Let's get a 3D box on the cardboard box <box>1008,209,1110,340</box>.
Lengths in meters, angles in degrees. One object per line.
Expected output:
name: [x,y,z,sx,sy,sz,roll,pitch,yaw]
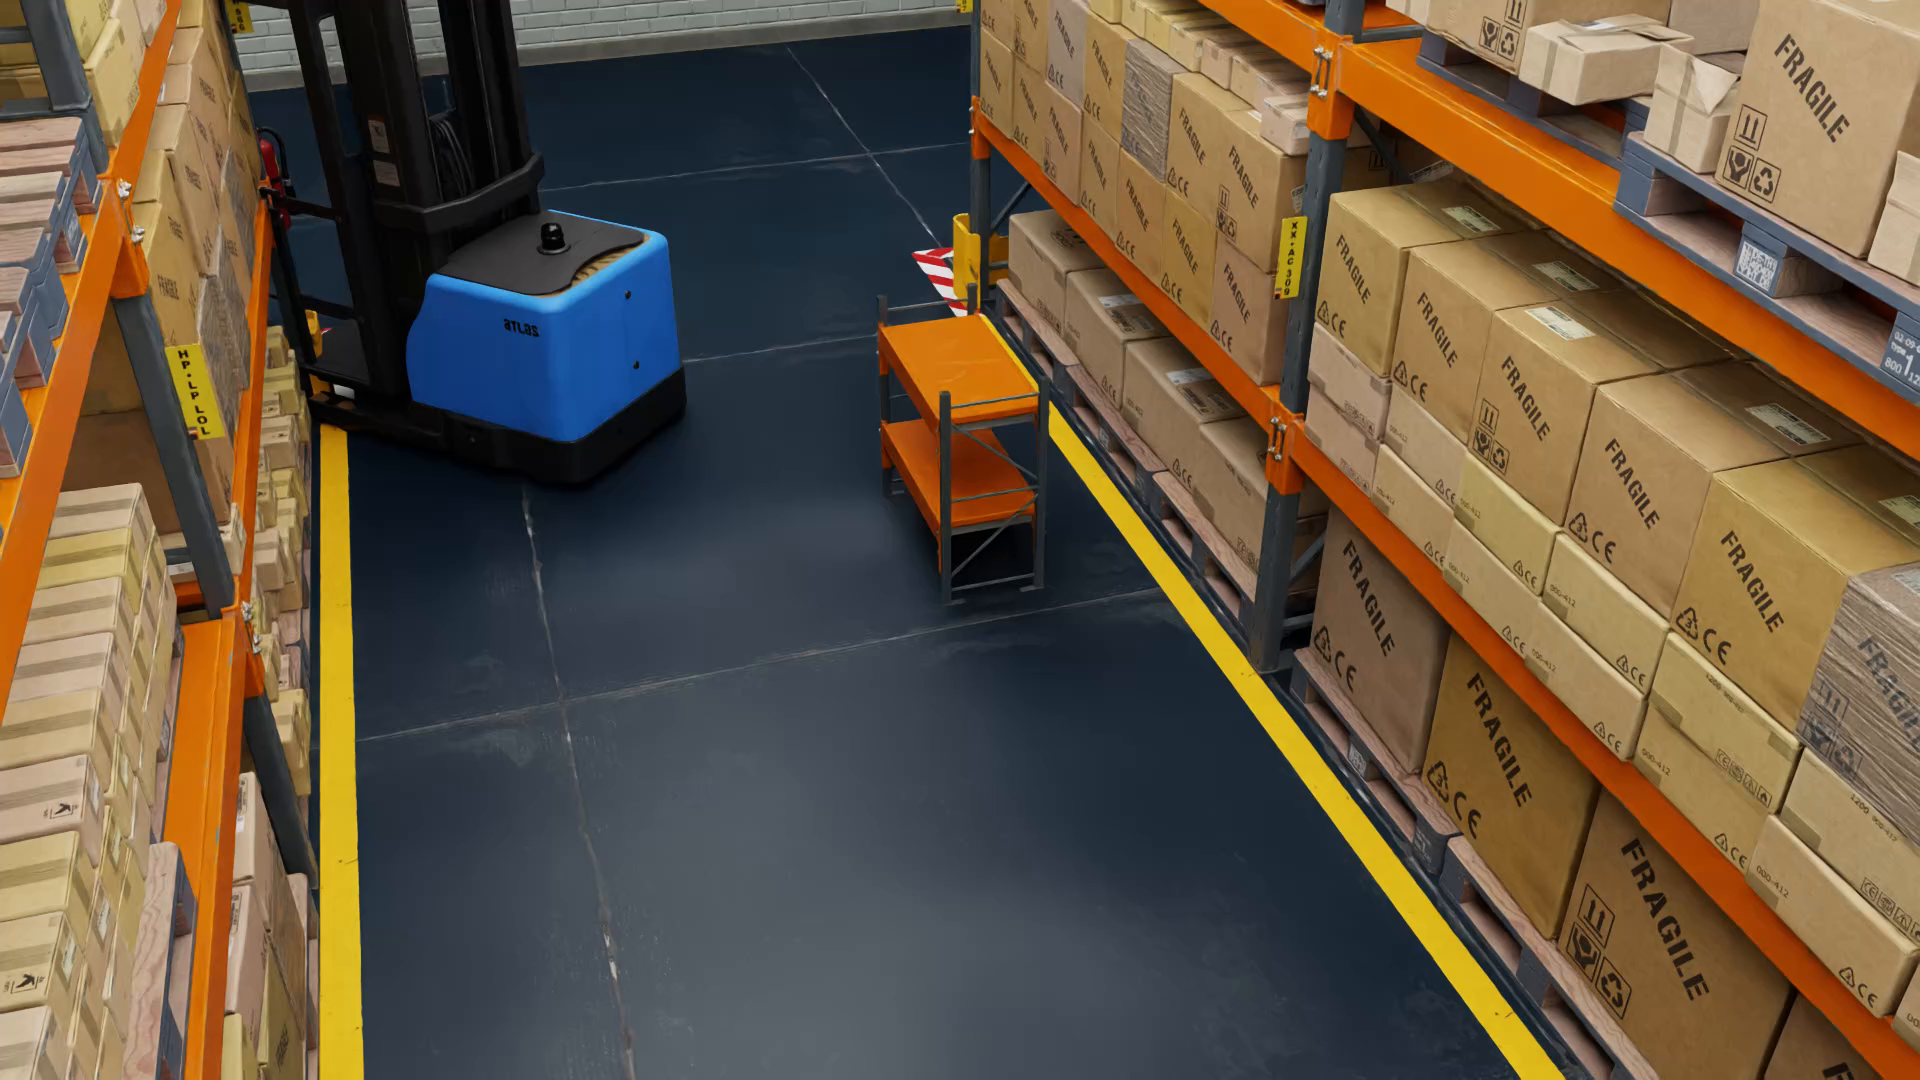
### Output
cardboard box: [0.854,-1.642,9.957,0.875,0.438,0.875,-11,35,-16]

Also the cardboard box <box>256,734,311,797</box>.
cardboard box: [-2.711,0.890,6.388,0.380,0.149,0.250,-12,35,-17]

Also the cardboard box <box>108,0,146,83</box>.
cardboard box: [-2.958,-1.617,5.392,0.500,0.250,0.500,-11,35,-15]

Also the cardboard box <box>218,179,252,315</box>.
cardboard box: [-3.286,-1.153,6.914,0.500,0.500,0.500,-8,34,-12]

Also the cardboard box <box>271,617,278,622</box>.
cardboard box: [-3.158,0.368,7.177,0.380,0.149,0.250,-11,35,-17]

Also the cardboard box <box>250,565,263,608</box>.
cardboard box: [-3.067,0.259,6.803,0.380,0.149,0.250,-11,35,-16]

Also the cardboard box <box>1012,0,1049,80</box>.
cardboard box: [0.596,-2.754,8.699,0.500,0.500,0.500,-11,35,-16]

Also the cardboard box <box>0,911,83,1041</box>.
cardboard box: [-2.045,0.937,3.418,0.380,0.149,0.250,-9,35,-13]

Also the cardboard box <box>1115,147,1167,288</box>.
cardboard box: [1.063,-1.538,7.766,0.500,0.500,0.500,-11,35,-15]

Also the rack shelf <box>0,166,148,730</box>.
rack shelf: [-2.296,0.219,3.129,1.077,0.370,4.000,-10,35,-15]

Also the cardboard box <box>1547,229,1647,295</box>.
cardboard box: [2.317,-0.761,5.683,0.500,0.500,0.500,-9,35,-14]

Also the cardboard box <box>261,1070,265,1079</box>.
cardboard box: [-2.132,1.874,4.580,0.500,0.500,0.500,-11,35,-16]

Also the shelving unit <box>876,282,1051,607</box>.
shelving unit: [-0.002,-0.473,7.945,0.538,1.125,1.048,-10,35,-15]

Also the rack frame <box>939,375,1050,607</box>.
rack frame: [0.153,-0.206,7.541,0.500,1.125,0.032,-10,35,-15]

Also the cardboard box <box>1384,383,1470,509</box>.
cardboard box: [1.829,-0.363,5.762,0.500,0.250,0.500,-9,35,-14]

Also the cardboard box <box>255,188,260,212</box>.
cardboard box: [-3.758,-1.751,8.407,0.380,0.149,0.250,-10,35,-15]

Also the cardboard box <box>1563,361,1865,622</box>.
cardboard box: [2.133,-0.148,4.755,0.500,0.500,0.500,-11,35,-16]

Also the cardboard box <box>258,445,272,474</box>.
cardboard box: [-3.373,-0.287,7.628,0.380,0.149,0.250,-11,35,-16]

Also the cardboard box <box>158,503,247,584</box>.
cardboard box: [-2.681,0.022,5.724,0.380,0.149,0.250,-9,34,-13]

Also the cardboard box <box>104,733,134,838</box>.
cardboard box: [-2.277,0.650,4.122,0.380,0.149,0.250,-12,35,-17]

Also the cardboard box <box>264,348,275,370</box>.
cardboard box: [-3.702,-0.837,8.461,0.380,0.149,0.250,-9,35,-14]

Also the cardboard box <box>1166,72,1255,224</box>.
cardboard box: [1.223,-1.693,7.093,0.500,0.500,0.500,-11,35,-15]

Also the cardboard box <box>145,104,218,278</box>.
cardboard box: [-3.109,-1.280,6.198,0.500,0.500,0.500,-9,35,-14]

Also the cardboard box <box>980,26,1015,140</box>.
cardboard box: [0.430,-2.606,9.383,0.500,0.500,0.500,-10,35,-15]

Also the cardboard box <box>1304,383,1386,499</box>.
cardboard box: [1.660,-0.427,6.311,0.500,0.250,0.500,-11,35,-16]

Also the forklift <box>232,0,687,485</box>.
forklift: [-3.075,-2.064,8.715,3.031,2.935,1.130,15,36,22]

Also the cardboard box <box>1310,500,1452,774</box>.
cardboard box: [2.042,0.258,6.684,0.875,0.875,0.875,-9,34,-13]

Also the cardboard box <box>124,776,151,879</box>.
cardboard box: [-2.276,0.770,4.211,0.380,0.149,0.250,-12,35,-17]

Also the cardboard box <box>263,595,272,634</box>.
cardboard box: [-3.063,0.385,6.882,0.380,0.149,0.250,-12,35,-17]

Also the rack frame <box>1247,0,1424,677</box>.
rack frame: [1.777,-0.765,6.687,1.000,3.000,0.127,-10,35,-15]

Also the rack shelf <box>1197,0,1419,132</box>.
rack shelf: [1.167,-2.766,7.647,1.077,0.370,4.000,-10,35,-15]

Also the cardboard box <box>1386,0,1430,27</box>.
cardboard box: [1.596,-1.814,5.294,0.396,0.266,0.258,-10,35,-15]

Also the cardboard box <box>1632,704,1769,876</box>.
cardboard box: [2.287,0.643,4.692,0.500,0.250,0.500,-10,35,-15]

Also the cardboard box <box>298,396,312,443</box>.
cardboard box: [-3.592,-0.606,8.651,0.380,0.149,0.250,-9,35,-13]

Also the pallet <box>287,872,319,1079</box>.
pallet: [-2.667,1.692,5.497,1.003,0.211,1.213,-10,35,-15]

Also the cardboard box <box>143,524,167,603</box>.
cardboard box: [-2.597,0.102,4.952,0.380,0.149,0.250,-9,35,-13]

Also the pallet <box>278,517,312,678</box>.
pallet: [-3.521,0.296,7.611,1.003,0.211,1.213,-10,35,-15]

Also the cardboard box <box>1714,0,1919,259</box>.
cardboard box: [2.183,-1.010,3.865,0.500,0.500,0.500,-10,35,-14]

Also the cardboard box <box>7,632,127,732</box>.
cardboard box: [-2.358,0.395,4.239,0.380,0.149,0.250,-10,35,-15]

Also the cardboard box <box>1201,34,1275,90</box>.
cardboard box: [1.242,-2.022,7.003,0.380,0.149,0.250,-10,35,-15]

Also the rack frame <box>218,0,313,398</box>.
rack frame: [-4.126,-1.980,8.525,1.000,3.000,0.127,-10,35,-15]

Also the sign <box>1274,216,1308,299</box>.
sign: [1.249,-1.065,6.284,0.100,0.325,0.005,-10,35,-15]

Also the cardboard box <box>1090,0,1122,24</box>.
cardboard box: [0.835,-2.540,7.787,0.380,0.149,0.250,-11,35,-16]

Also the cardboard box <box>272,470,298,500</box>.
cardboard box: [-3.303,-0.180,7.737,0.380,0.149,0.250,-8,34,-12]

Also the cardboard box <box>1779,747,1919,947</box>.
cardboard box: [2.448,0.709,4.139,0.500,0.250,0.500,-11,35,-16]

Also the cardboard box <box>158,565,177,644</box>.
cardboard box: [-2.597,0.225,5.035,0.380,0.149,0.250,-11,35,-16]

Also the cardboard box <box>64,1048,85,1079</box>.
cardboard box: [-1.964,1.194,3.300,0.380,0.149,0.250,-10,35,-15]

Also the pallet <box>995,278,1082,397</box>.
pallet: [0.875,-1.295,10.018,1.003,0.211,1.213,-10,35,-15]

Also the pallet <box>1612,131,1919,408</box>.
pallet: [2.406,-0.753,4.120,1.003,0.211,1.213,-8,34,-13]

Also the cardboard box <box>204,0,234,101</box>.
cardboard box: [-3.750,-2.364,7.839,0.500,0.500,0.500,-11,35,-16]
